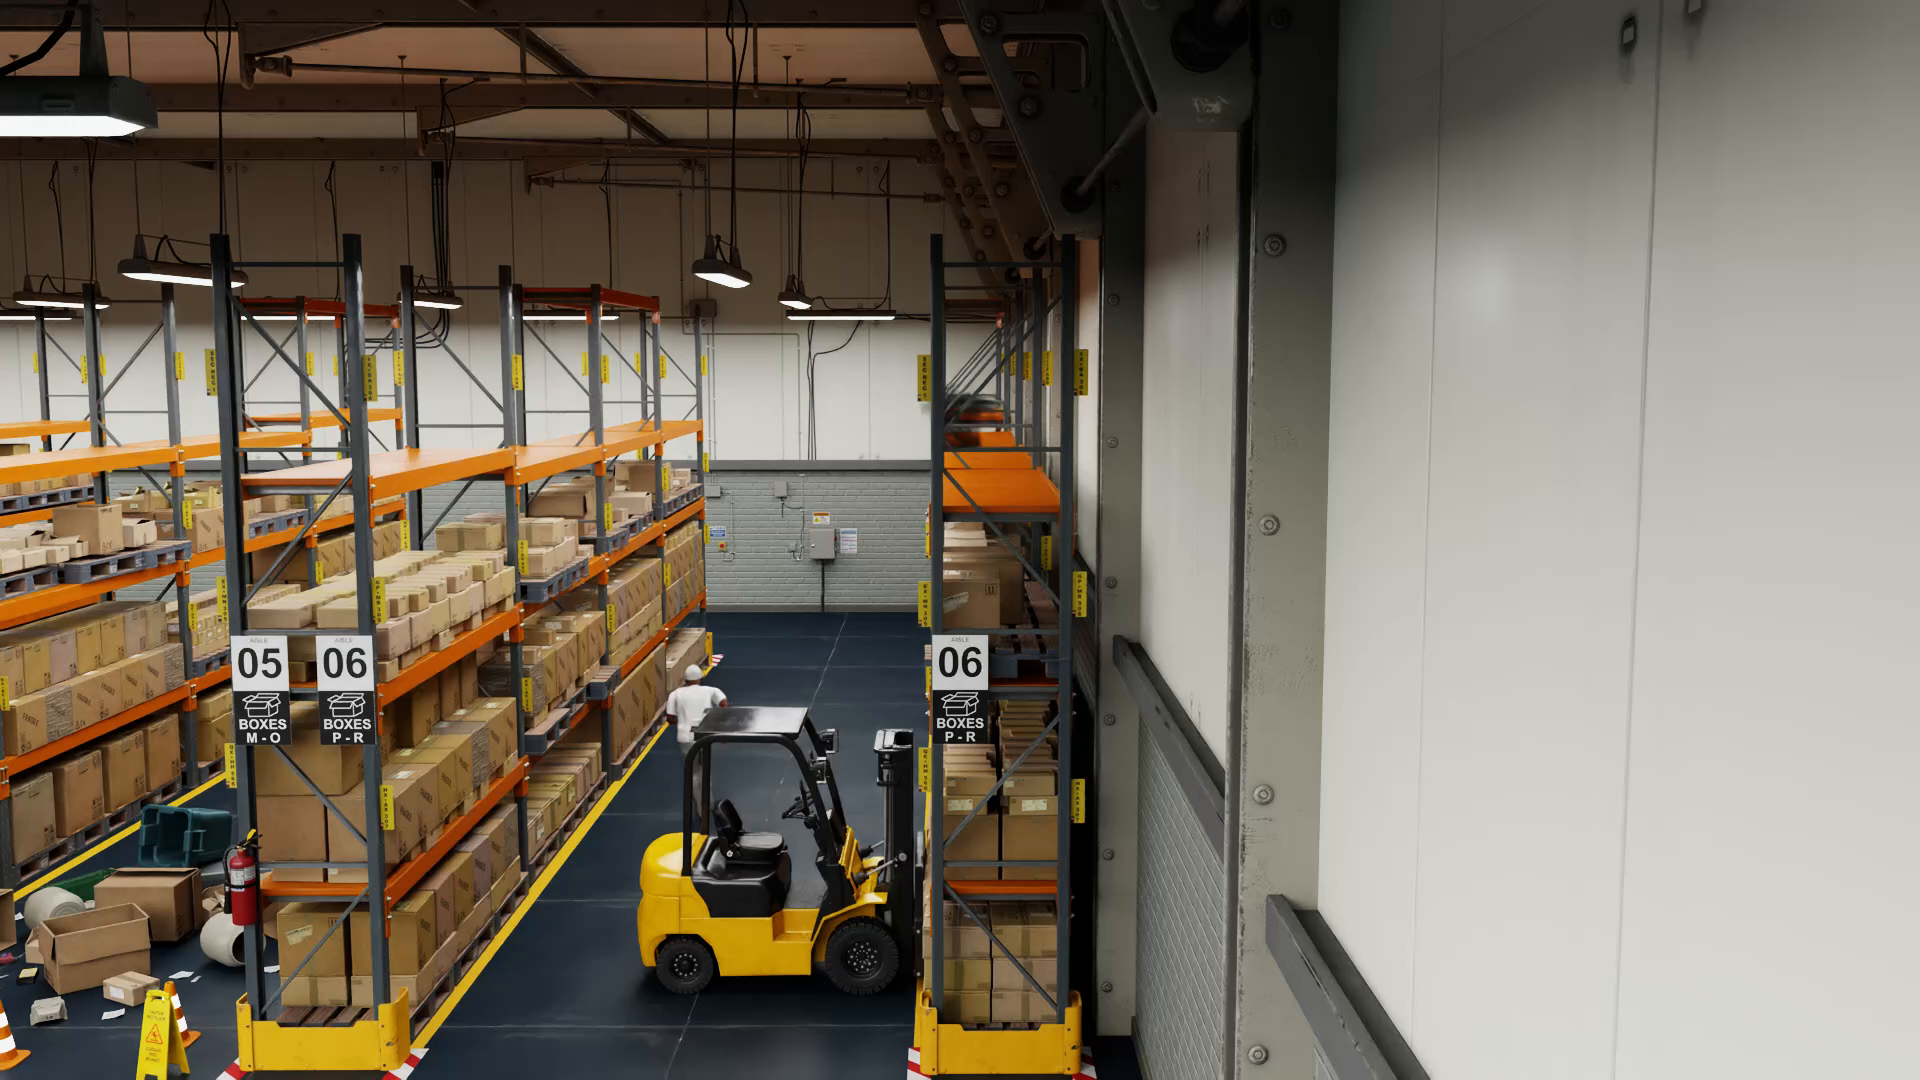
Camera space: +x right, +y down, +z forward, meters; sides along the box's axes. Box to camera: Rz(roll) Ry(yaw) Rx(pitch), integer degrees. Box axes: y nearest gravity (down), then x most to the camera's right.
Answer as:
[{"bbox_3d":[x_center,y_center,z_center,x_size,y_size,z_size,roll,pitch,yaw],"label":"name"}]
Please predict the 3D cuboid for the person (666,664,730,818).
[{"bbox_3d":[-2.976,2.259,18.818,0.674,1.685,0.713,-2,7,-19],"label":"person"}]
